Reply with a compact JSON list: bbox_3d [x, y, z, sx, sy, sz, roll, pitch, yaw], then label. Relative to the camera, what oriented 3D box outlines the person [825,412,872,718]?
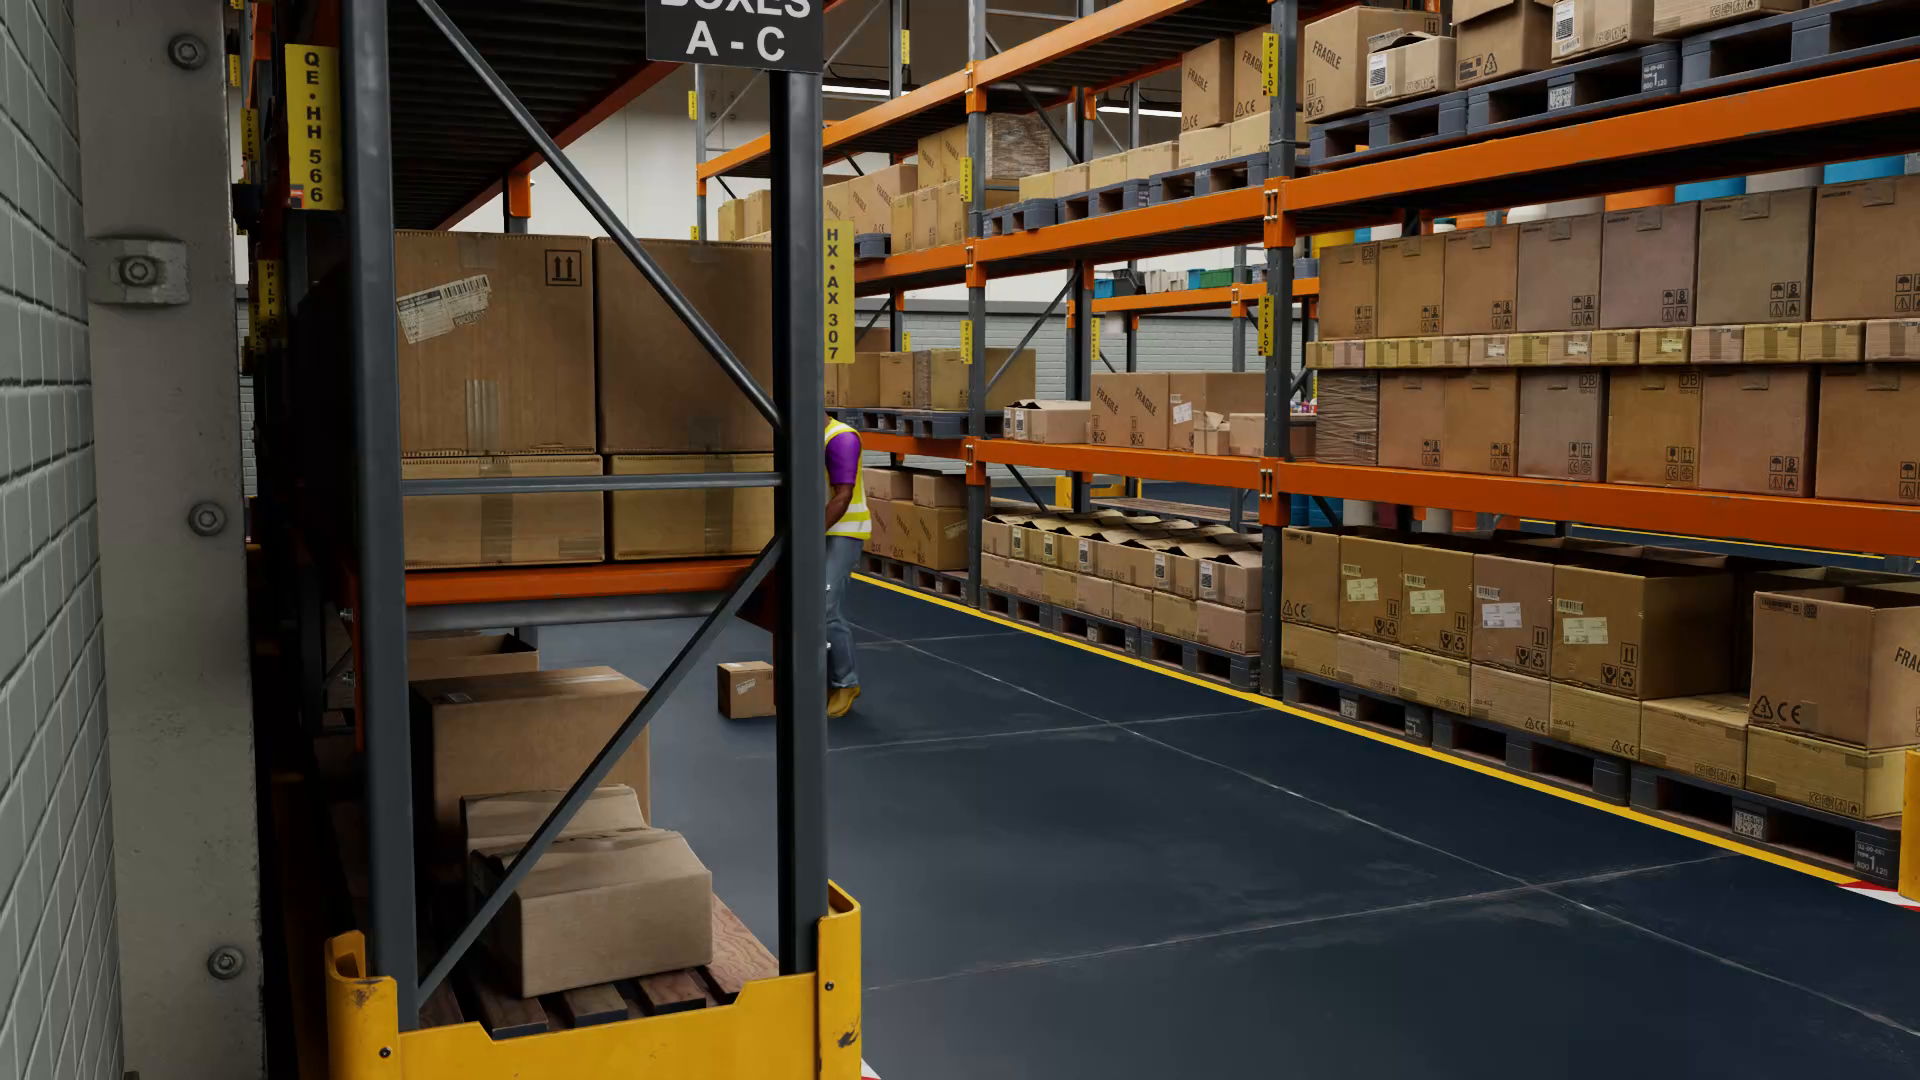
[{"bbox_3d":[-0.761,0.024,8.796,0.567,1.773,0.588,-3,6,-32],"label":"person"}]
